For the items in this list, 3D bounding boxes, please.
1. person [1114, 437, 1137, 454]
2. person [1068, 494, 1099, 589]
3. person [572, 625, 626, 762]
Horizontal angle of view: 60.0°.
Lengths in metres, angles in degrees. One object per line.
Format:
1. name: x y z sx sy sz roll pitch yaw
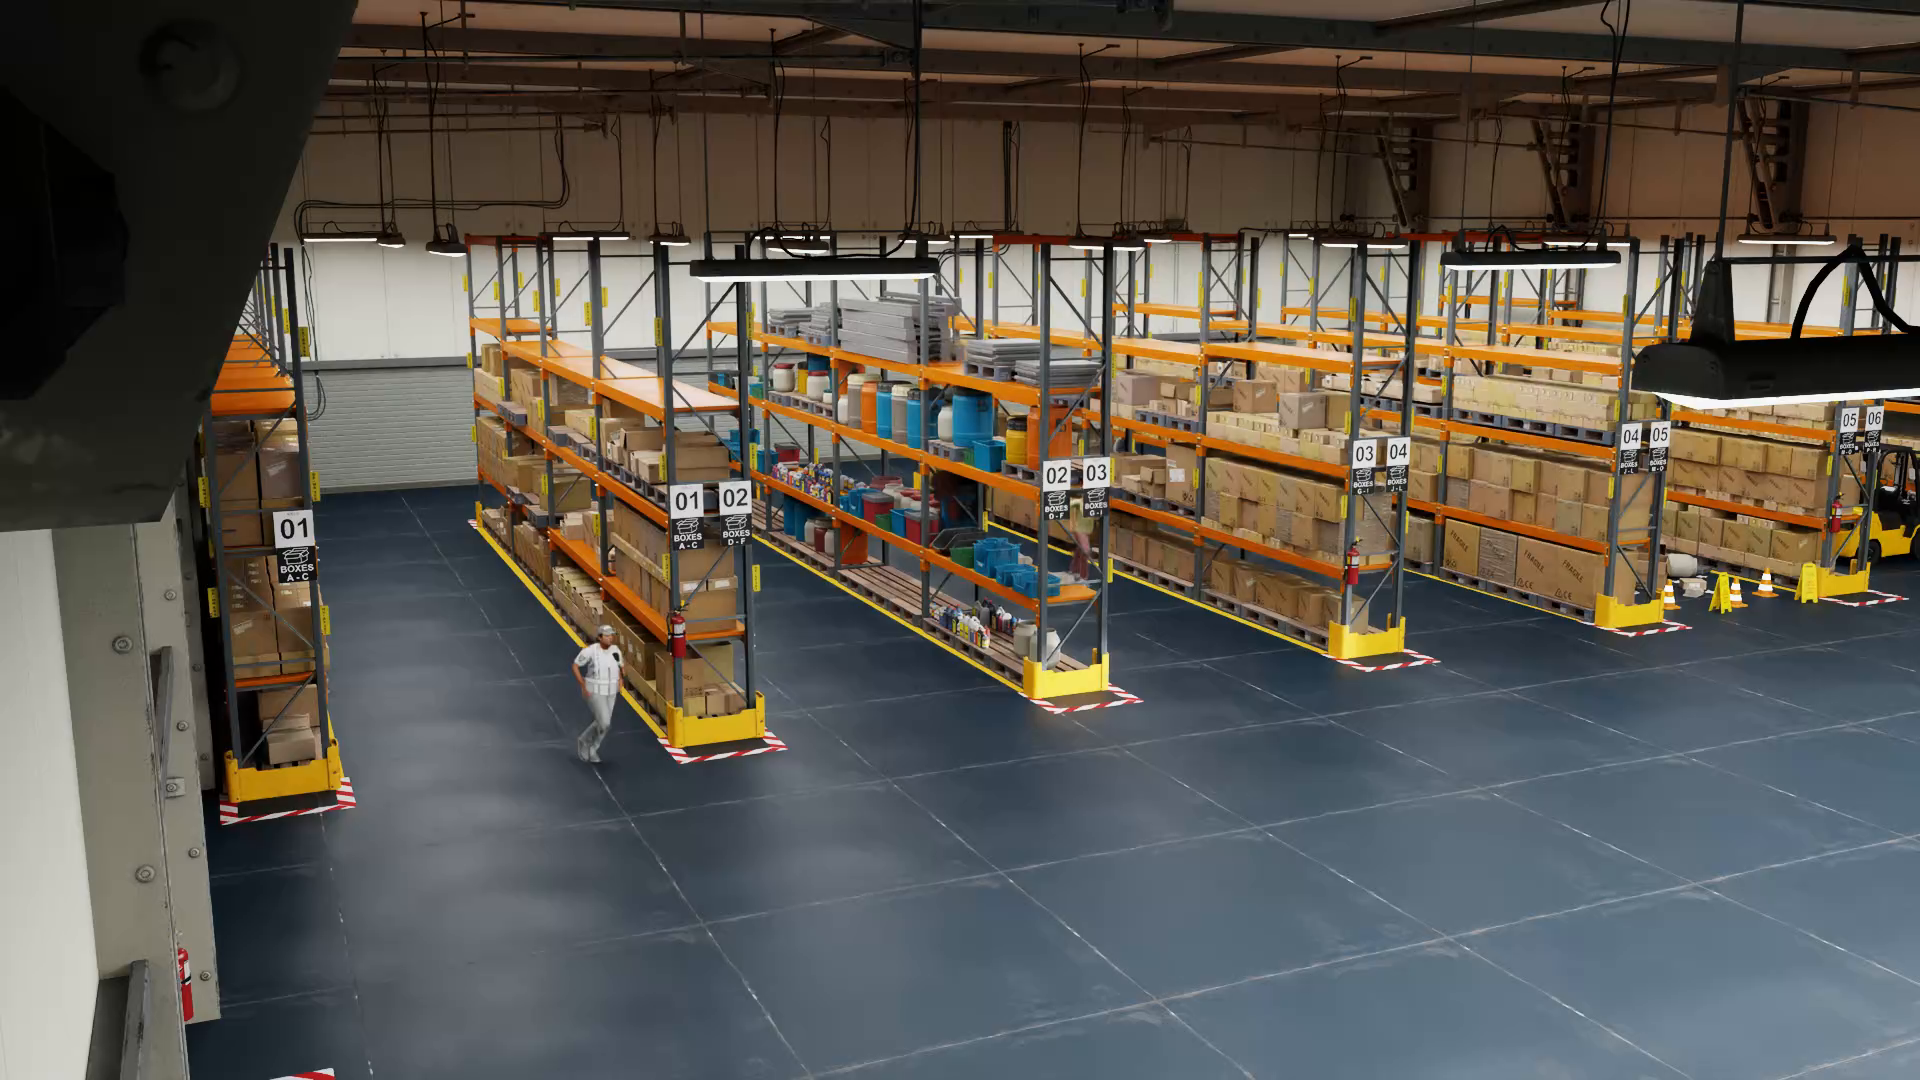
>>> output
1. person: 4.192 -2.539 41.895 0.958 1.719 0.535 -6 12 -27
2. person: 2.070 -0.085 27.845 0.497 1.753 0.784 -8 14 -36
3. person: -4.199 1.808 19.596 0.529 1.619 0.643 10 15 42
